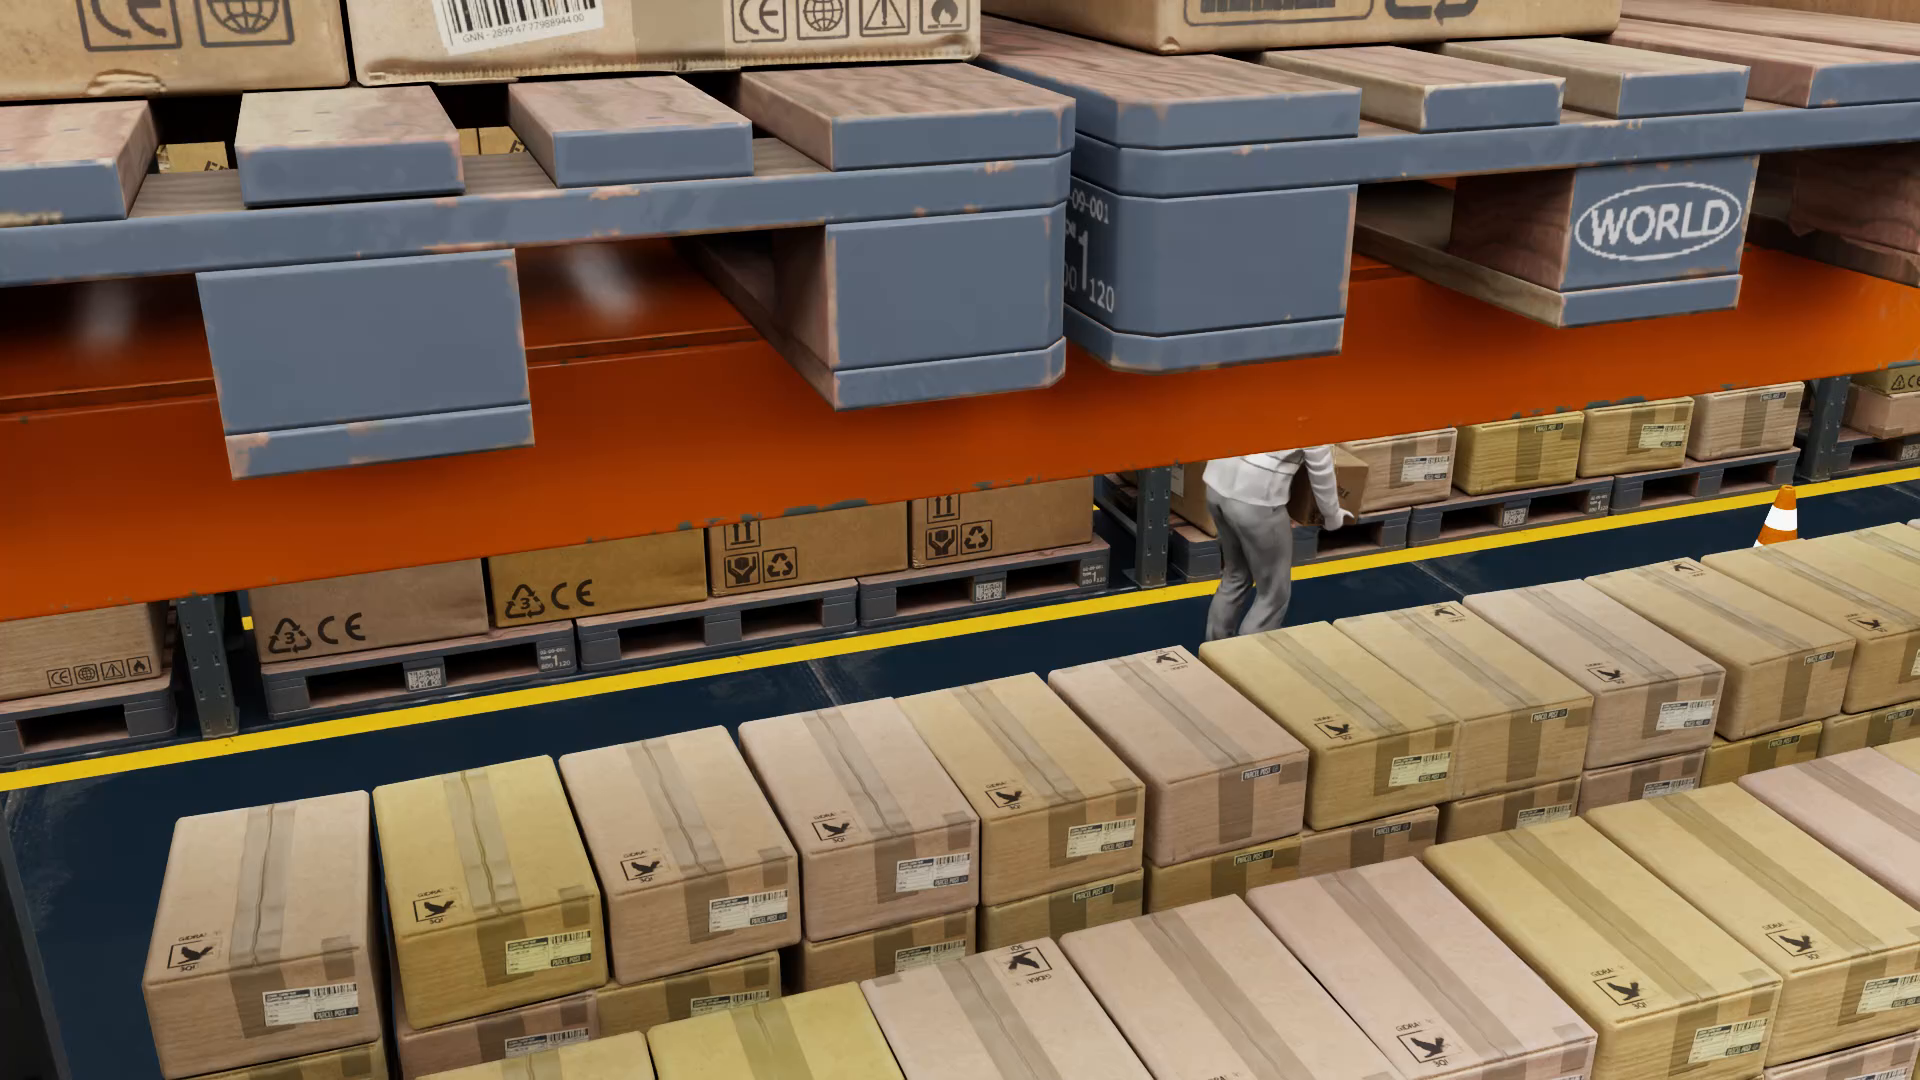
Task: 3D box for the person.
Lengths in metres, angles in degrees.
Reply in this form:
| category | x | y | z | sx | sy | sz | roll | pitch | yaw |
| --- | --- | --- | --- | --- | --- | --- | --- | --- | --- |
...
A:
| category | x | y | z | sx | sy | sz | roll | pitch | yaw |
| --- | --- | --- | --- | --- | --- | --- | --- | --- | --- |
| person | 1.225 | -0.151 | 6.511 | 0.560 | 1.630 | 0.411 | -9 | 24 | -20 |
